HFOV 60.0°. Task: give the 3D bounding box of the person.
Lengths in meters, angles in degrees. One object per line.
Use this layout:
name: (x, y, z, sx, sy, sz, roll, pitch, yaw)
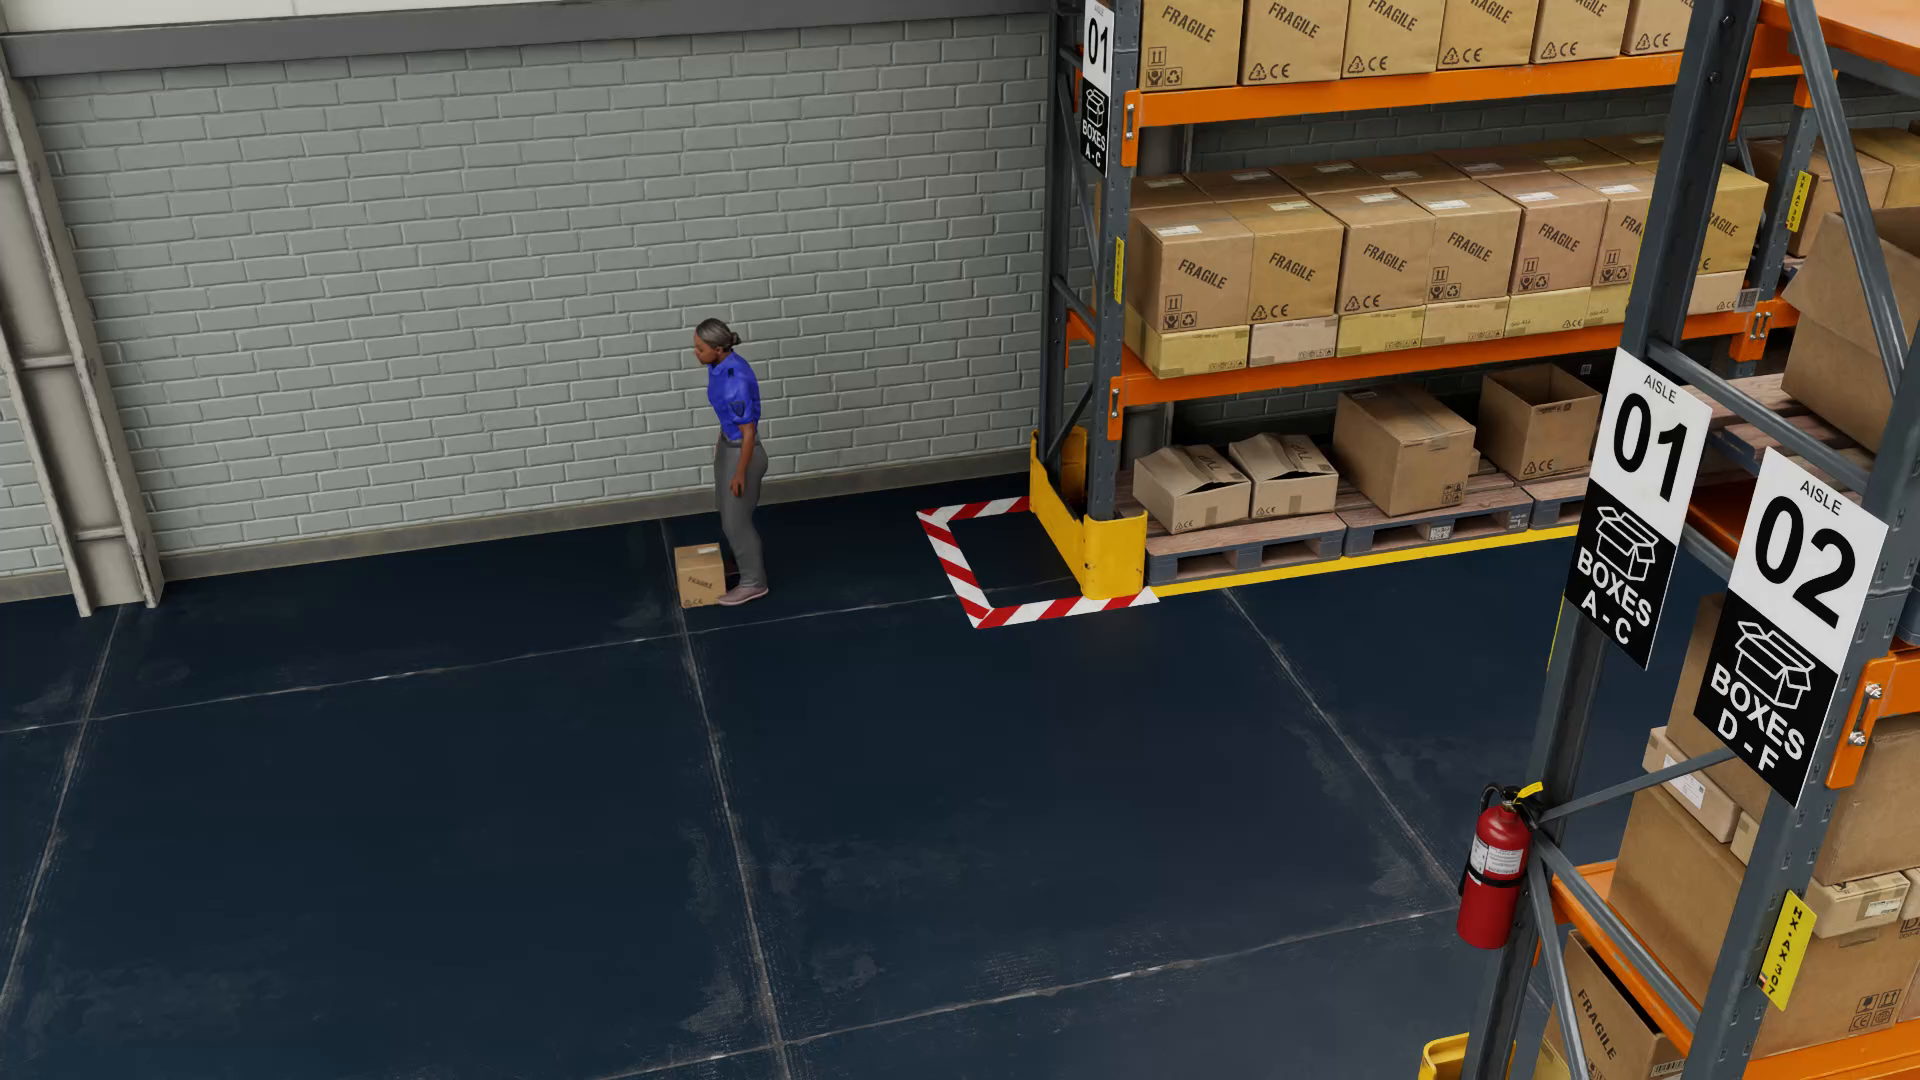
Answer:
person: (-1.229, -0.448, 8.999, 0.347, 1.655, 0.505, -8, 31, -13)
